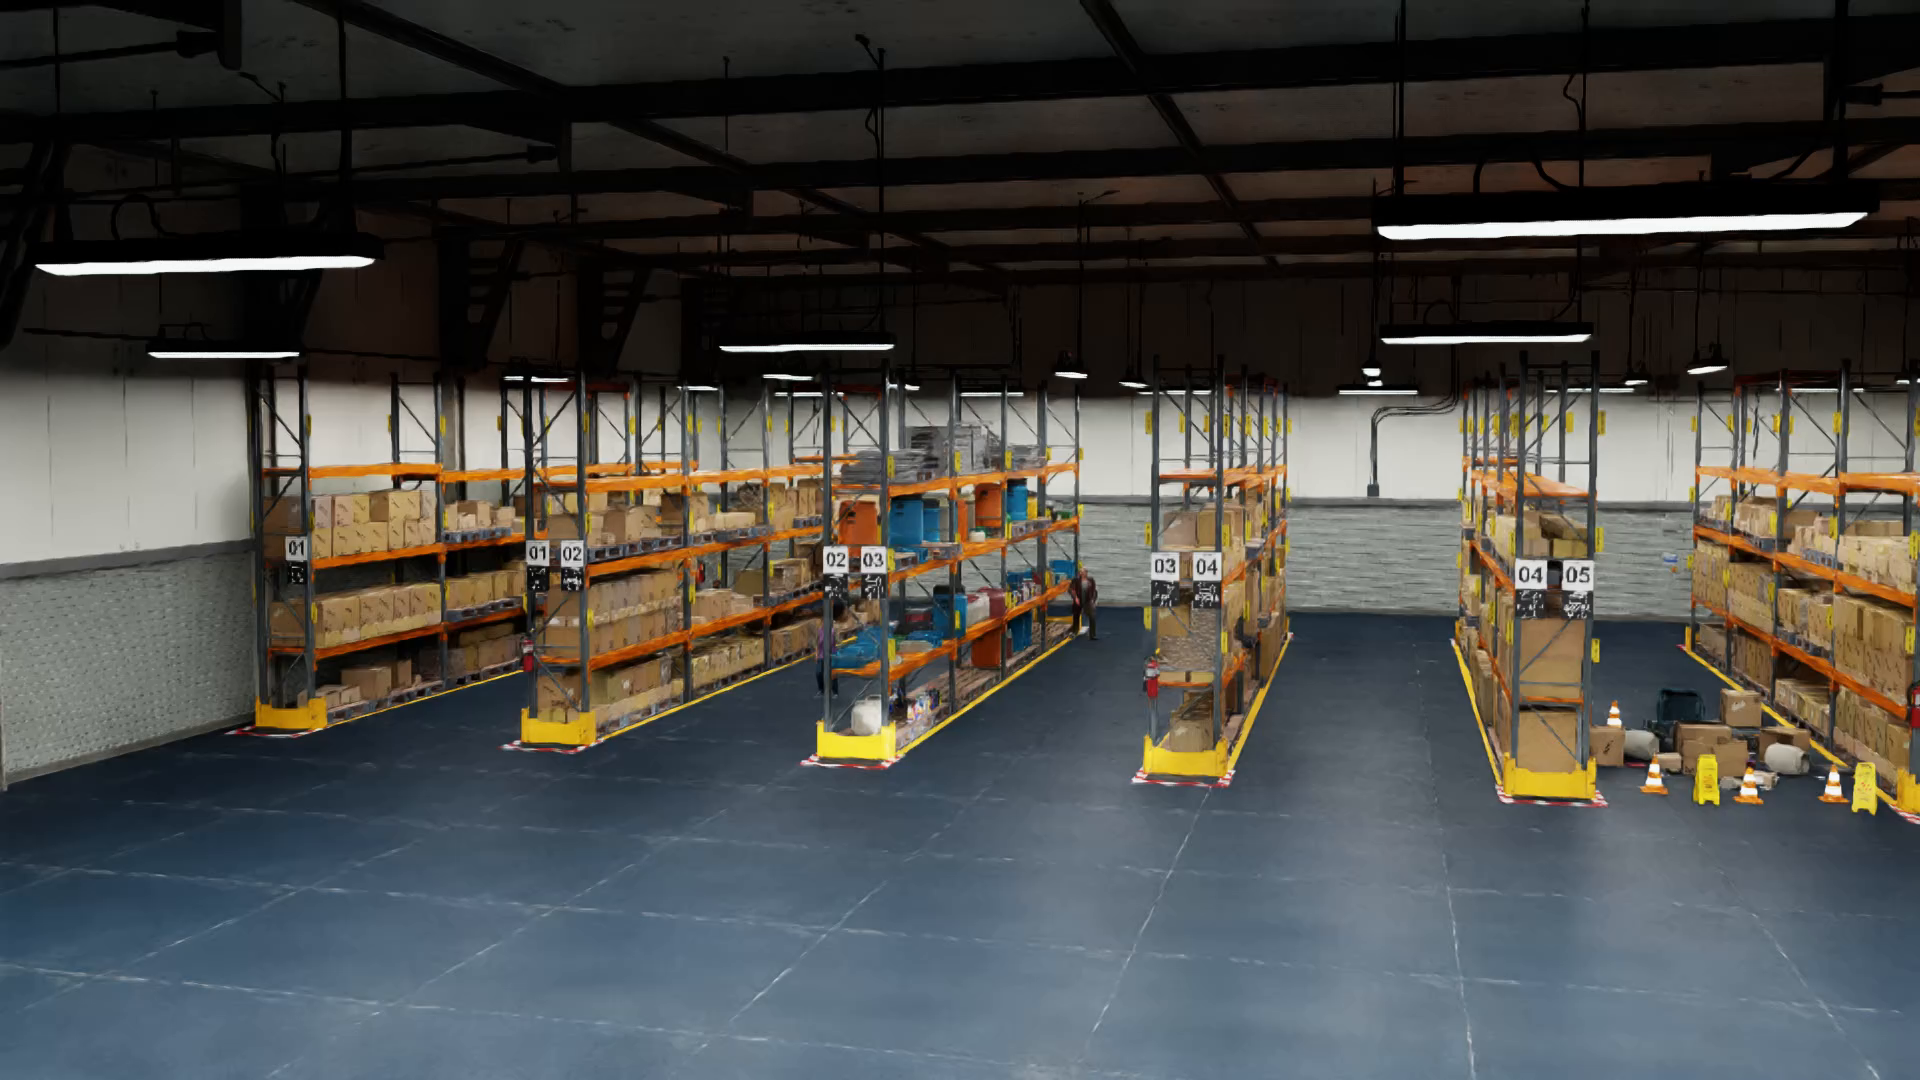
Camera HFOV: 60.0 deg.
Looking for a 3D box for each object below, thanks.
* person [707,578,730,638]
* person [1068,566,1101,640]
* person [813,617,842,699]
[{"bbox_3d":[-5.425,1.625,37.323,0.445,1.574,1.081,1,4,12],"label":"person"},{"bbox_3d":[2.879,1.459,38.815,0.735,1.712,0.887,0,4,-2],"label":"person"},{"bbox_3d":[-2.418,2.145,30.367,0.566,1.541,0.519,1,4,11],"label":"person"}]
